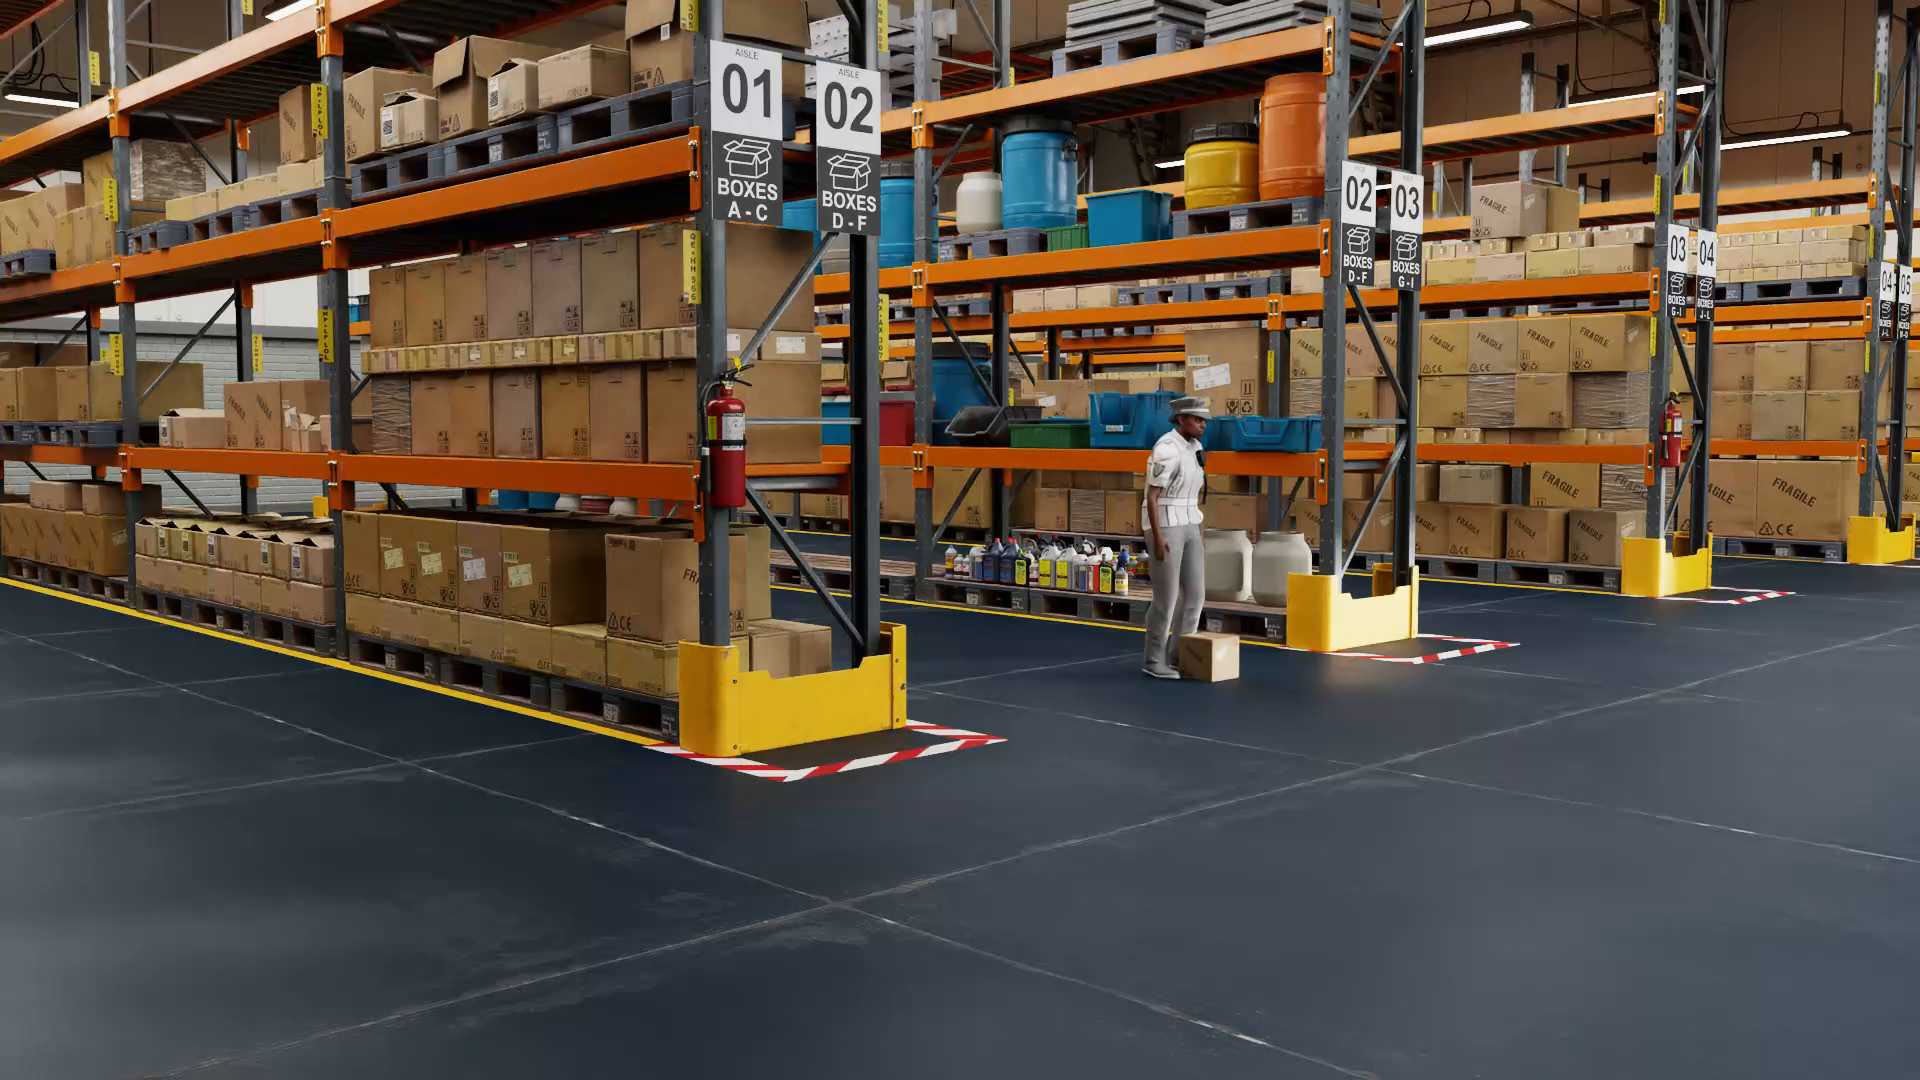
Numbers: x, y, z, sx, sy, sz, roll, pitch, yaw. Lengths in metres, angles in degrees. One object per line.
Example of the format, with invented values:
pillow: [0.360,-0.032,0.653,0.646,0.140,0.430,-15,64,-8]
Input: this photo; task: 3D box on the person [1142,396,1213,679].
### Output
person: [1.294,-0.024,9.909,0.396,1.656,0.518,4,6,43]
